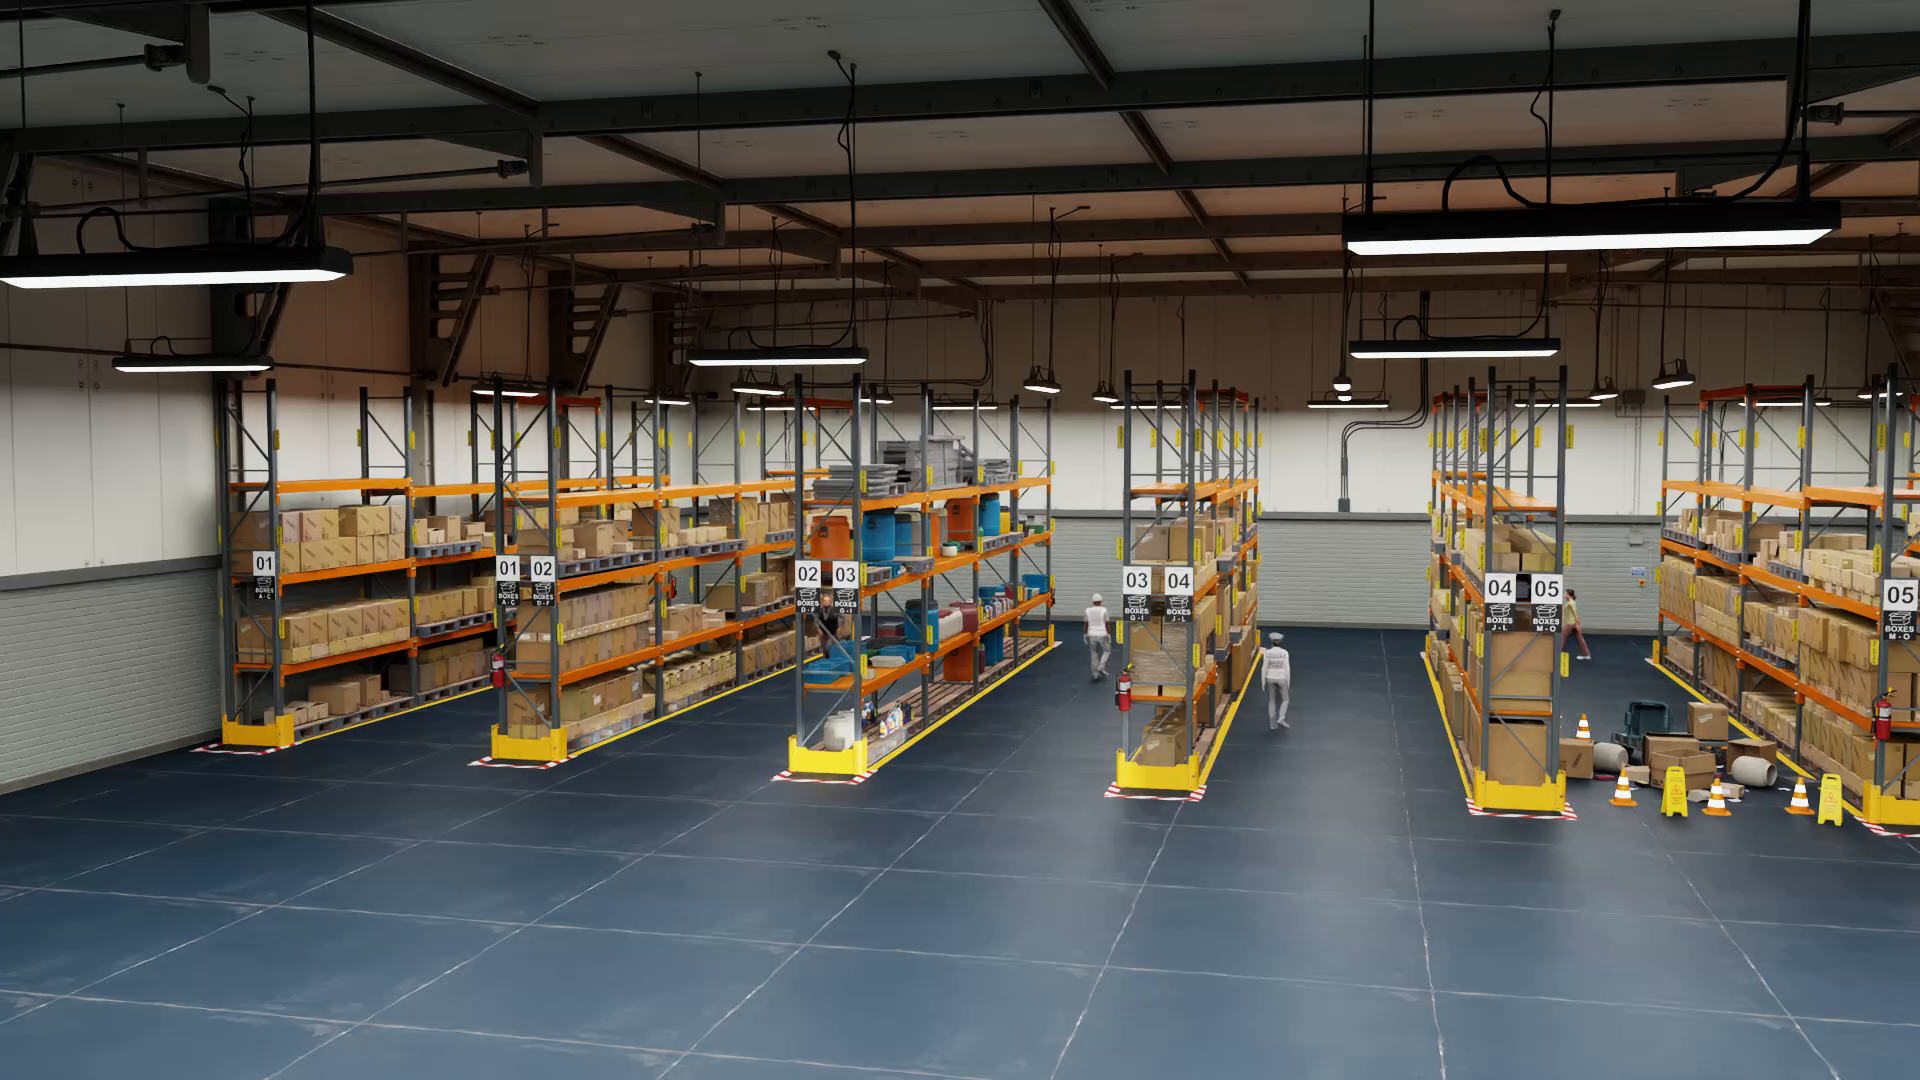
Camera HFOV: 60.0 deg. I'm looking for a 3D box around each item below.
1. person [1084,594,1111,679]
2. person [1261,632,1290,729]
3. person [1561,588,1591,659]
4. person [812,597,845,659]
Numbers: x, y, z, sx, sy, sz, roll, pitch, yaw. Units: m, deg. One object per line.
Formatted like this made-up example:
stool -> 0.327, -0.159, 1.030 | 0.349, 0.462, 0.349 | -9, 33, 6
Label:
person -> 2.880, 2.021, 34.913 | 0.587, 1.784, 0.511 | 1, 4, 18
person -> 5.459, 2.443, 28.722 | 0.514, 1.683, 0.489 | 1, 4, 18
person -> 13.871, 1.899, 37.885 | 1.016, 1.597, 0.433 | 2, 4, 36
person -> -2.830, 2.030, 35.916 | 0.625, 1.636, 0.732 | 1, 4, 22
